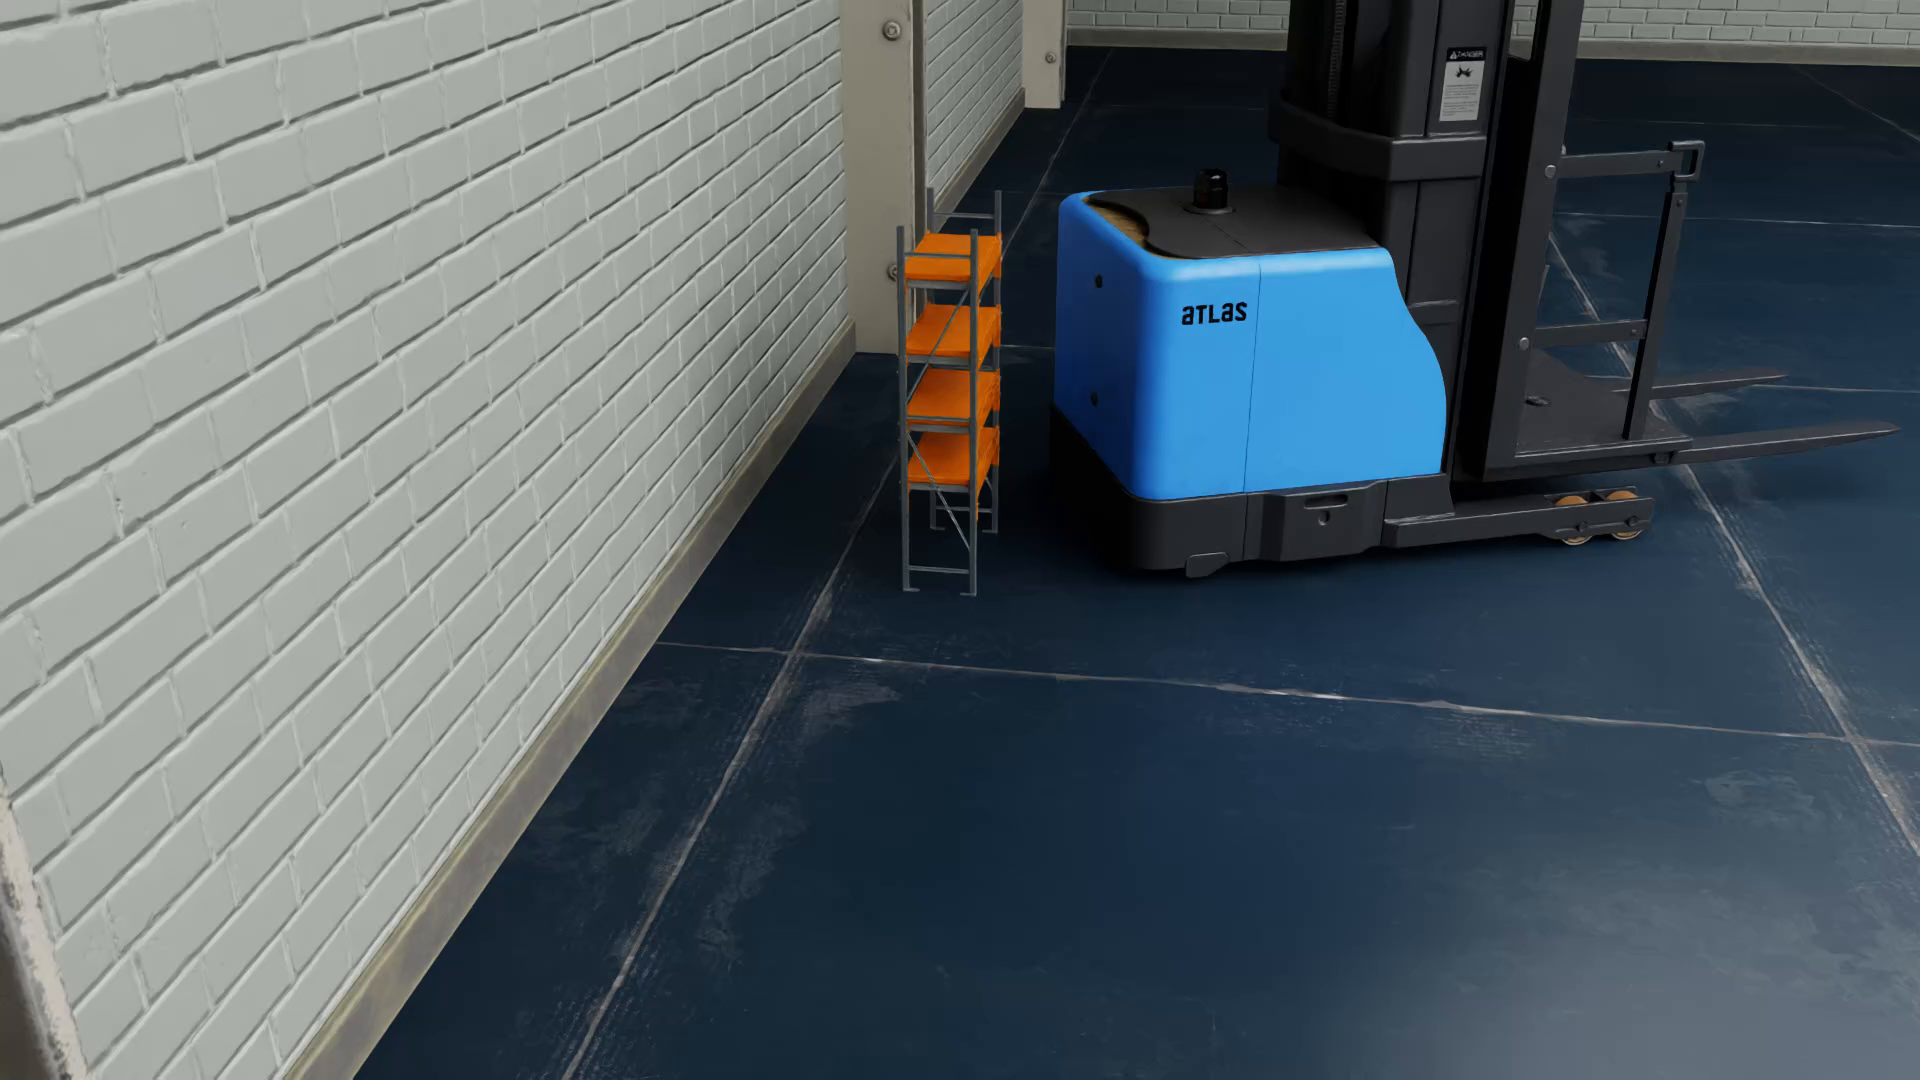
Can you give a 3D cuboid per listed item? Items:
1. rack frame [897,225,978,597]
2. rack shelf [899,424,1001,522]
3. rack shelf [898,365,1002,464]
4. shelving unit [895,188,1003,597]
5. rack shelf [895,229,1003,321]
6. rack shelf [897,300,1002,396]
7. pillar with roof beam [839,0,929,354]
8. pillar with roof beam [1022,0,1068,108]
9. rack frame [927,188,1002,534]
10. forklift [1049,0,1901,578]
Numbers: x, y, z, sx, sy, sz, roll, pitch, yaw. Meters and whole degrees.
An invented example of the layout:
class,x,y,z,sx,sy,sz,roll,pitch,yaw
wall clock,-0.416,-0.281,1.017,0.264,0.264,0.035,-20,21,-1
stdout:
class,x,y,z,sx,sy,sz,roll,pitch,yaw
rack frame,-0.067,-0.372,5.130,0.240,1.200,0.015,4,25,9
rack shelf,-0.027,-0.233,5.460,0.258,0.148,0.480,4,25,9
rack shelf,-0.027,-0.413,5.376,0.258,0.148,0.480,4,25,9
shelving unit,-0.027,-0.474,5.348,0.258,1.200,0.503,4,25,9
rack shelf,-0.027,-0.830,5.181,0.258,0.148,0.480,4,25,9
rack shelf,-0.027,-0.616,5.281,0.258,0.148,0.480,4,25,9
pillar with roof beam,3.920,-4.712,5.201,9.100,9.000,0.400,4,25,9
pillar with roof beam,4.900,-7.221,10.562,9.100,9.000,0.400,4,25,9
rack frame,0.013,-0.576,5.566,0.240,1.200,0.015,4,25,9
forklift,1.904,-1.521,5.543,3.031,2.935,1.130,-6,26,-12
